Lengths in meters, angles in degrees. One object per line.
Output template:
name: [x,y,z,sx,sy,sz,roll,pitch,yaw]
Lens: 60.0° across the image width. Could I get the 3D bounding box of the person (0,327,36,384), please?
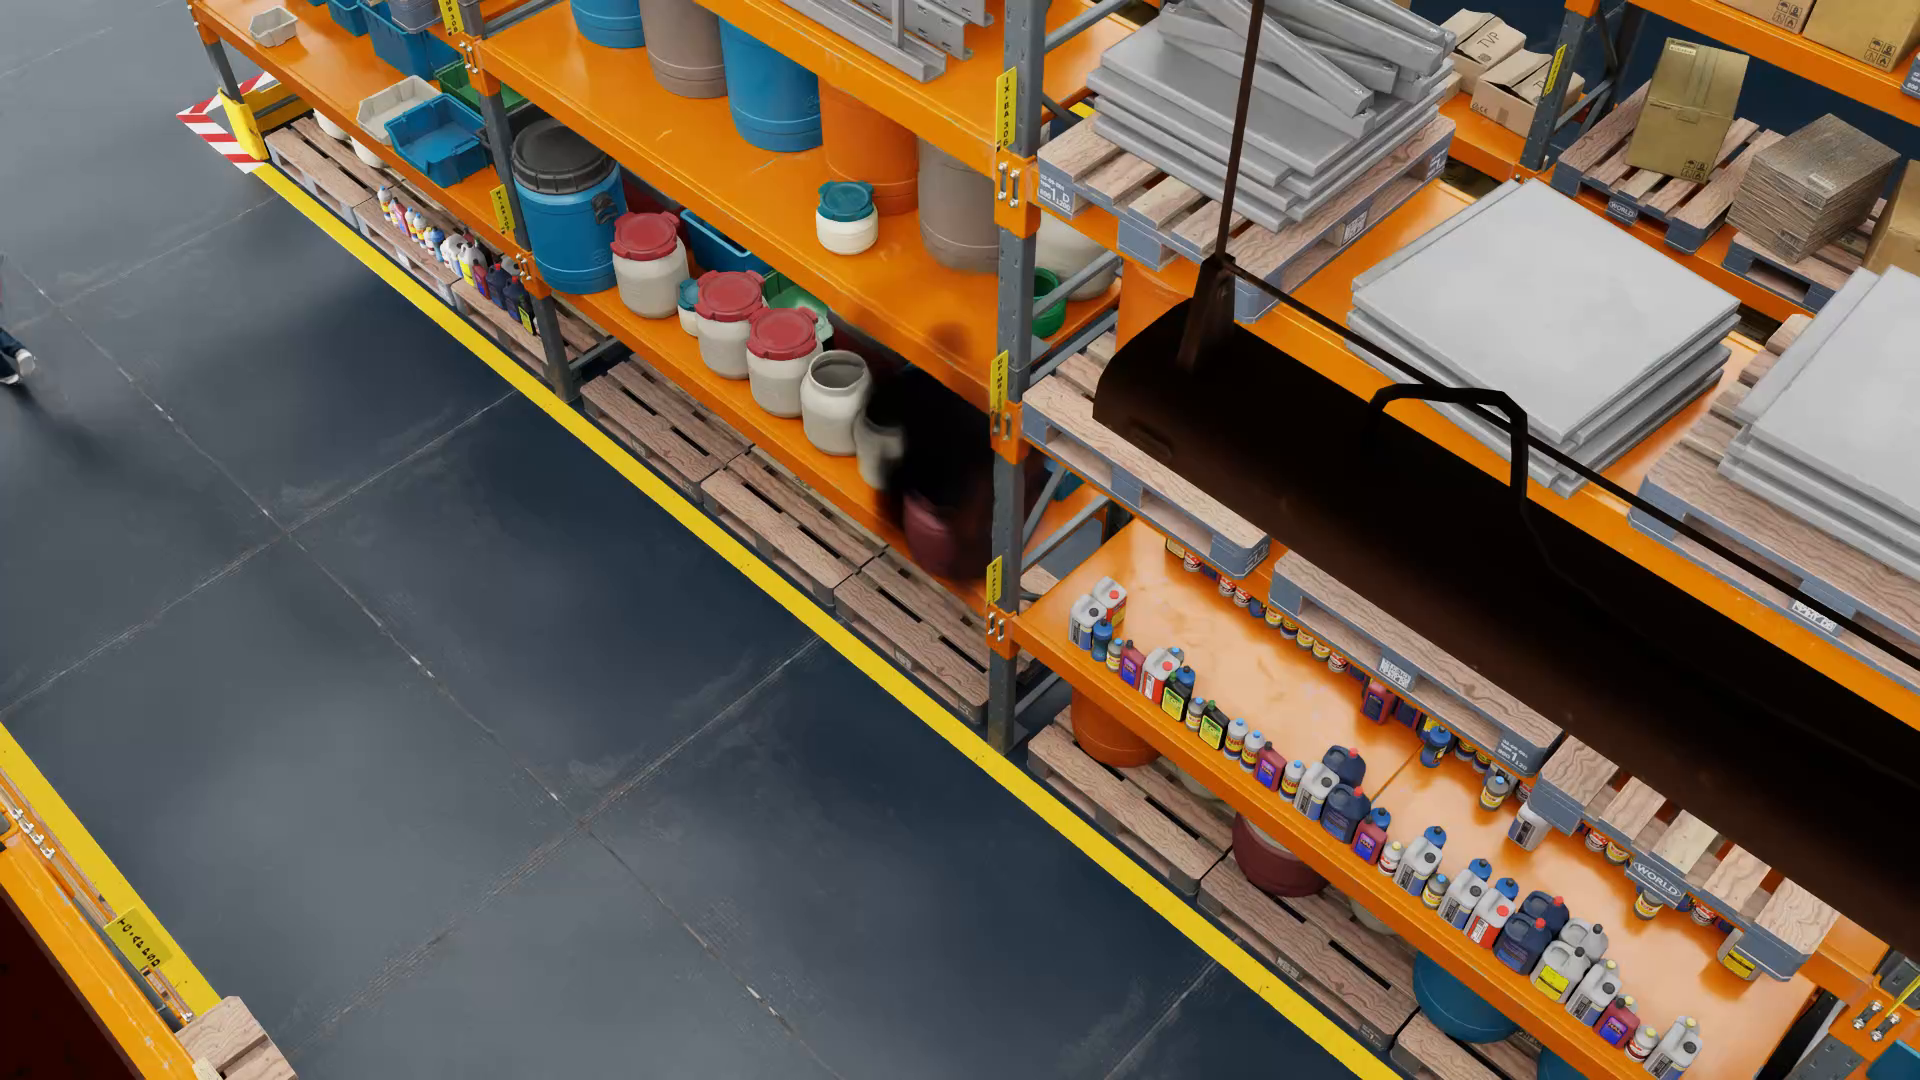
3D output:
person: [-6.393,-1.524,10.676,0.560,1.565,0.544,26,55,20]
